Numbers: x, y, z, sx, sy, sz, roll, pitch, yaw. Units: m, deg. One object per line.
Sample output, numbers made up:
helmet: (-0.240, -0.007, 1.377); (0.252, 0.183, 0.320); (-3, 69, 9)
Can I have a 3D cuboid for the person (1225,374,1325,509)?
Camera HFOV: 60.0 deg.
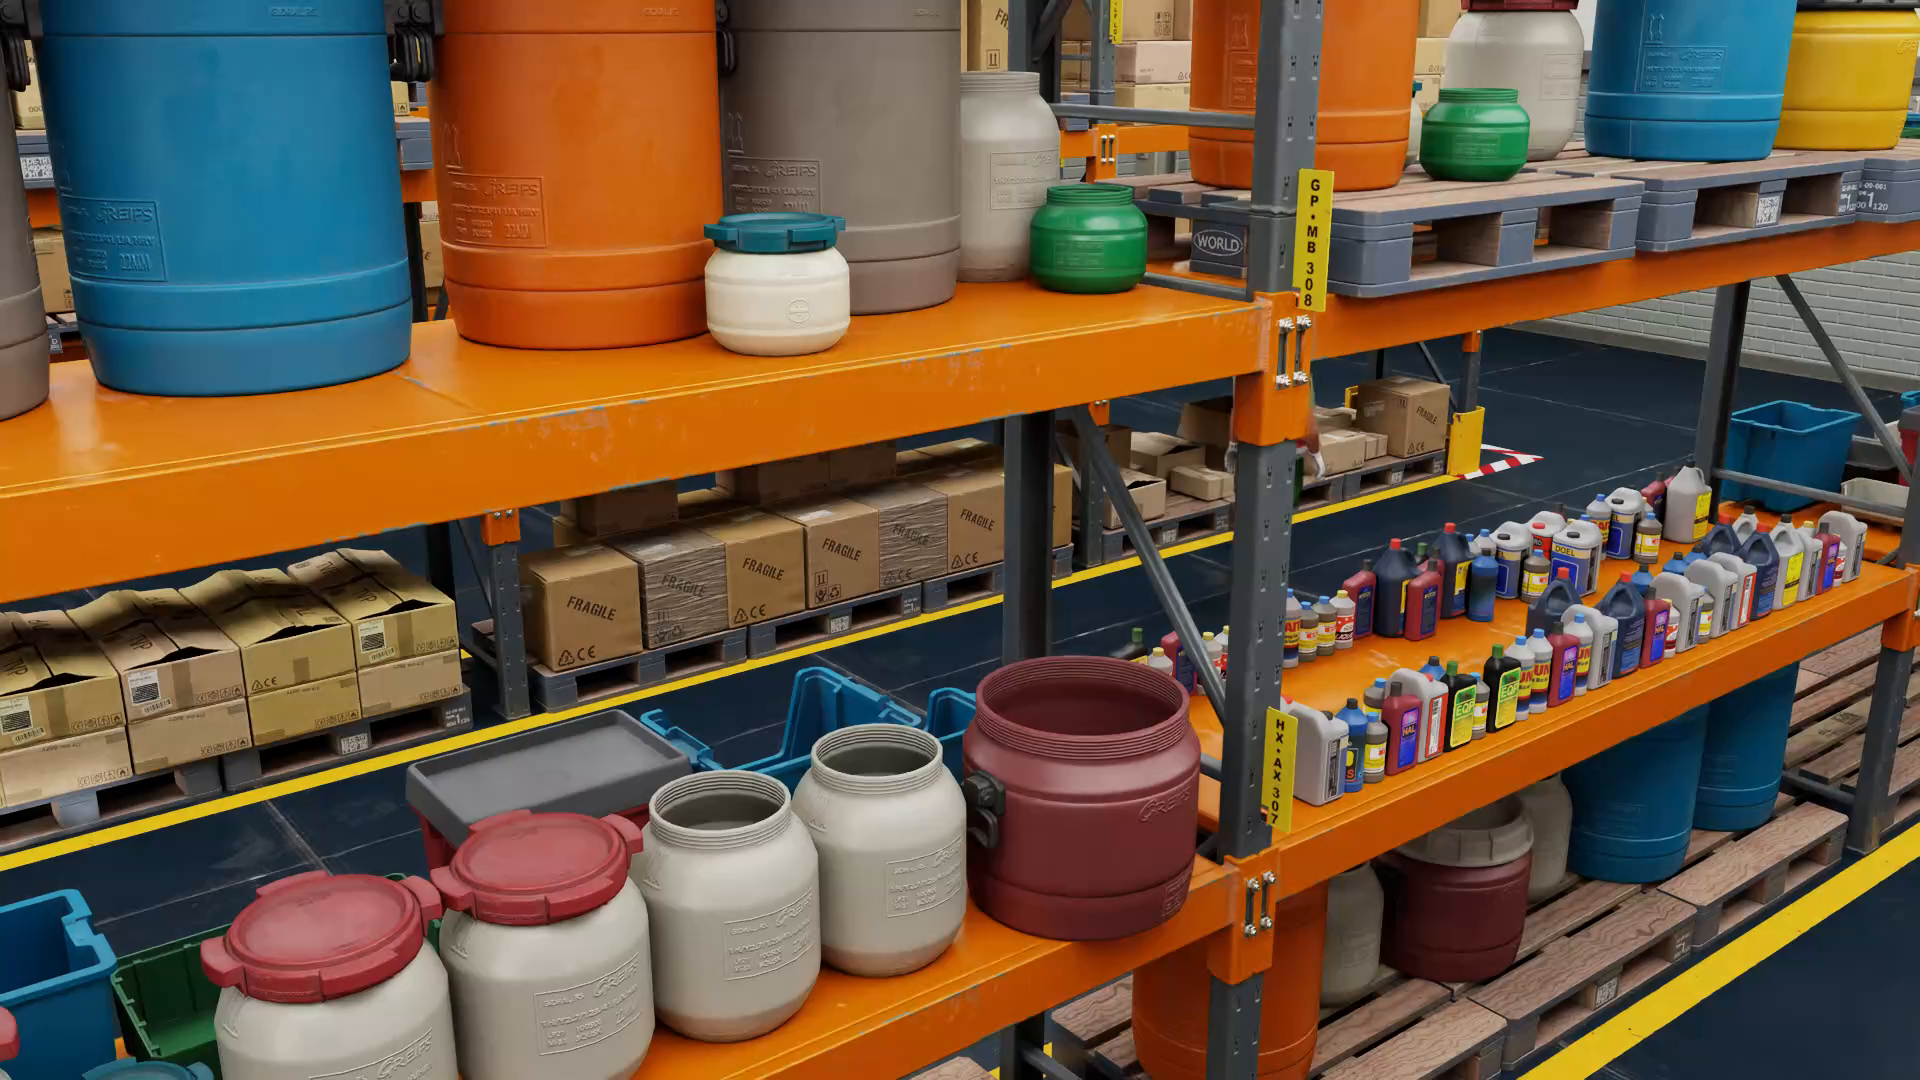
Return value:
person: (1.939, -0.516, 10.103); (0.492, 1.818, 0.598); (-14, 23, -38)
